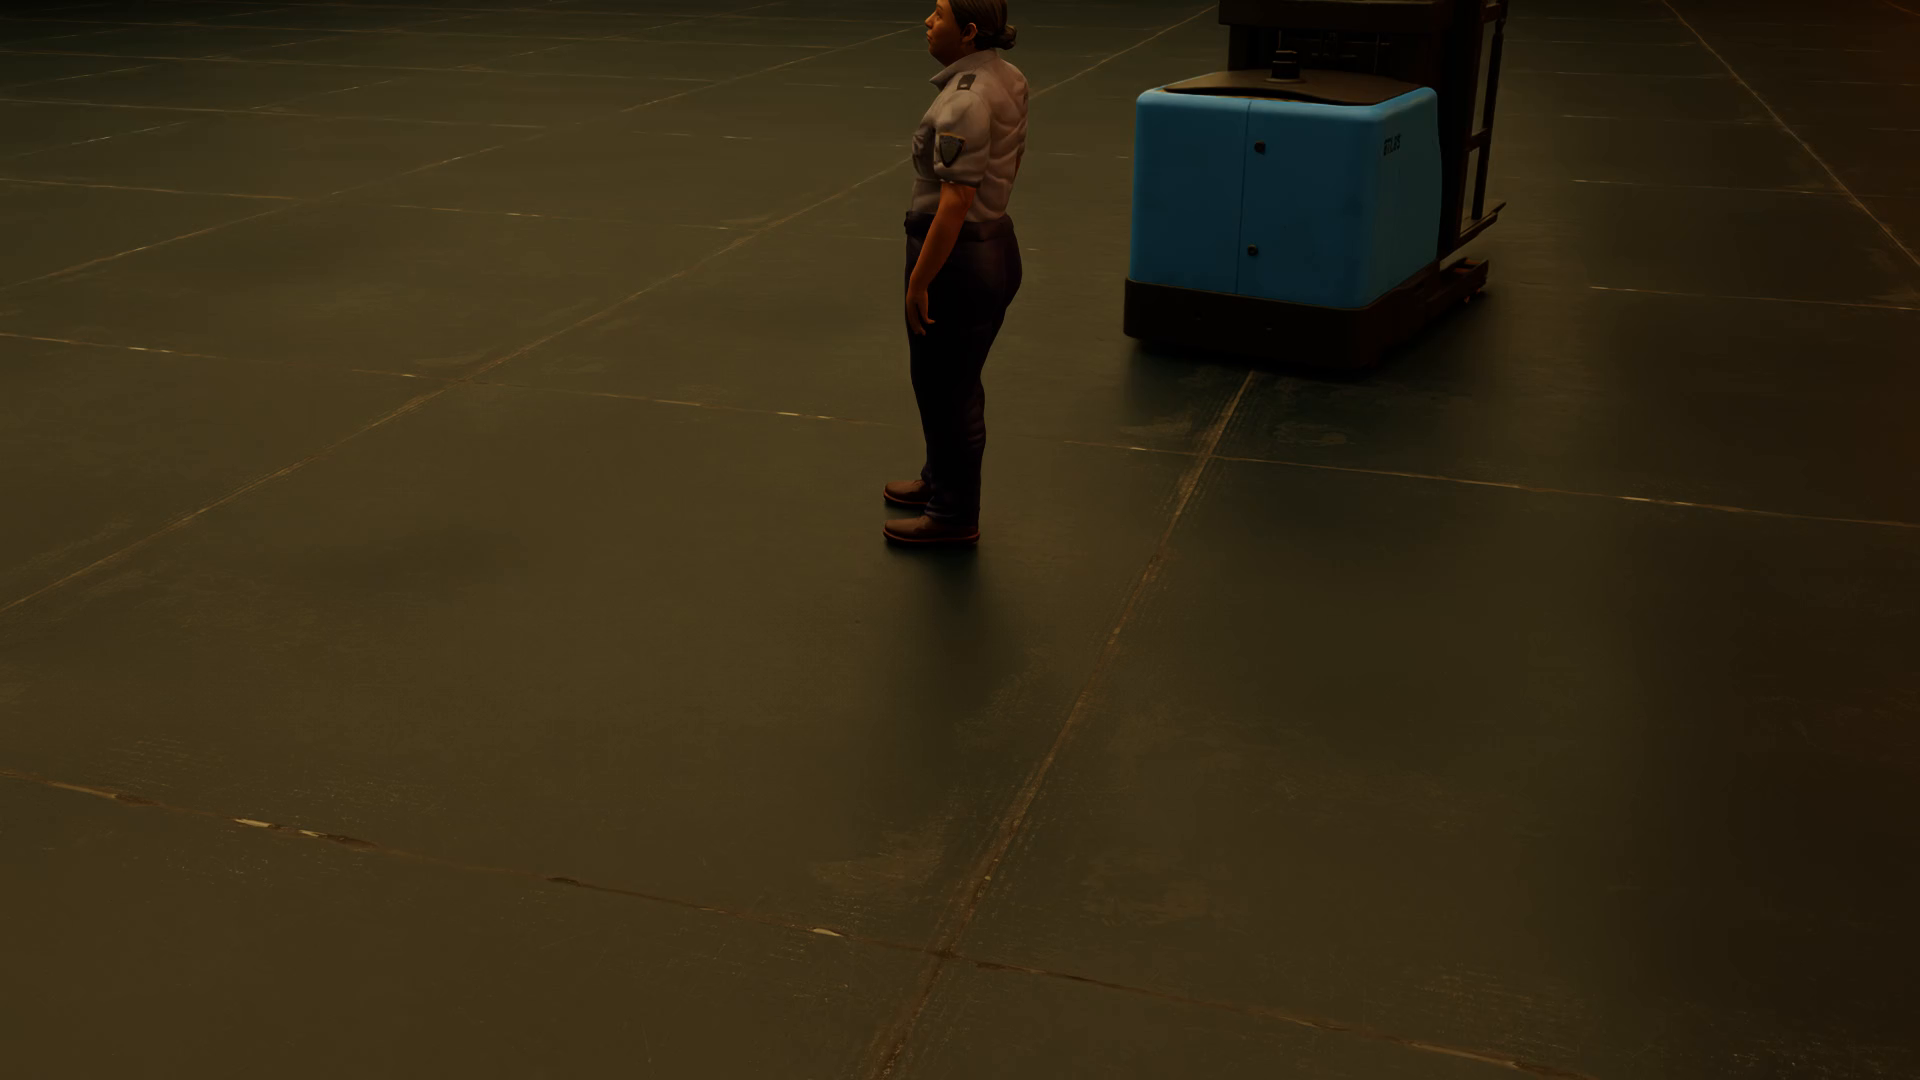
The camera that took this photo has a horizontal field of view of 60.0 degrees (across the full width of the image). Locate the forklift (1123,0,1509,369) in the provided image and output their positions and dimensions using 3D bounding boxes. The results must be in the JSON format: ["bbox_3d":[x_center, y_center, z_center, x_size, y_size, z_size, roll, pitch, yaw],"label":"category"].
[{"bbox_3d":[1.879,-2.548,7.450,1.130,2.935,3.031,13,26,28],"label":"forklift"}]

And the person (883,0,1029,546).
[{"bbox_3d":[-0.078,-0.787,4.848,0.503,1.651,0.598,7,23,16],"label":"person"}]
